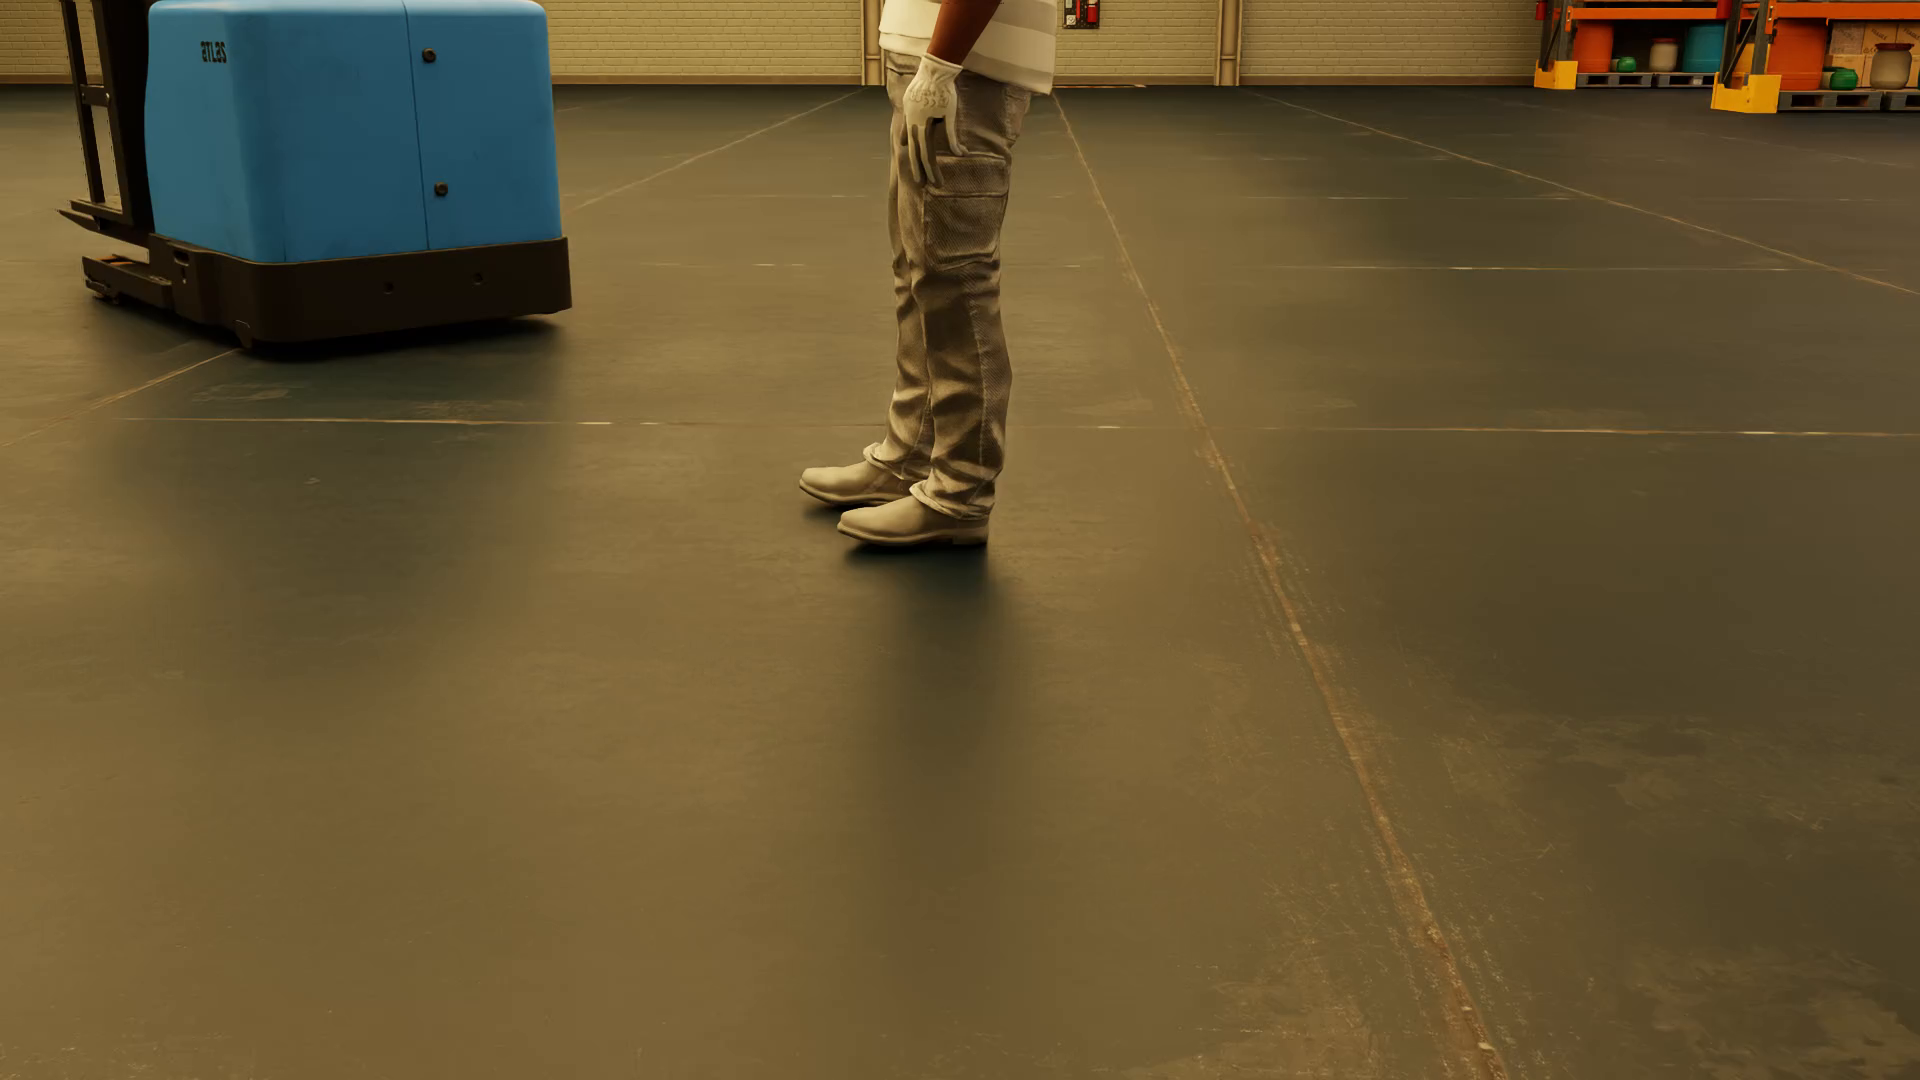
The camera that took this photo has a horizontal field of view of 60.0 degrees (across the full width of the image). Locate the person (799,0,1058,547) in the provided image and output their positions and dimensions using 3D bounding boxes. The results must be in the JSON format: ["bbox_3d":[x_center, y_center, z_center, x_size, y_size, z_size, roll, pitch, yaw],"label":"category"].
[{"bbox_3d":[-0.072,-0.861,3.115,0.575,1.784,0.656,1,17,2],"label":"person"}]

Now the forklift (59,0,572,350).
[{"bbox_3d":[-2.679,-2.357,6.019,1.130,2.935,3.031,-15,22,-39],"label":"forklift"}]
